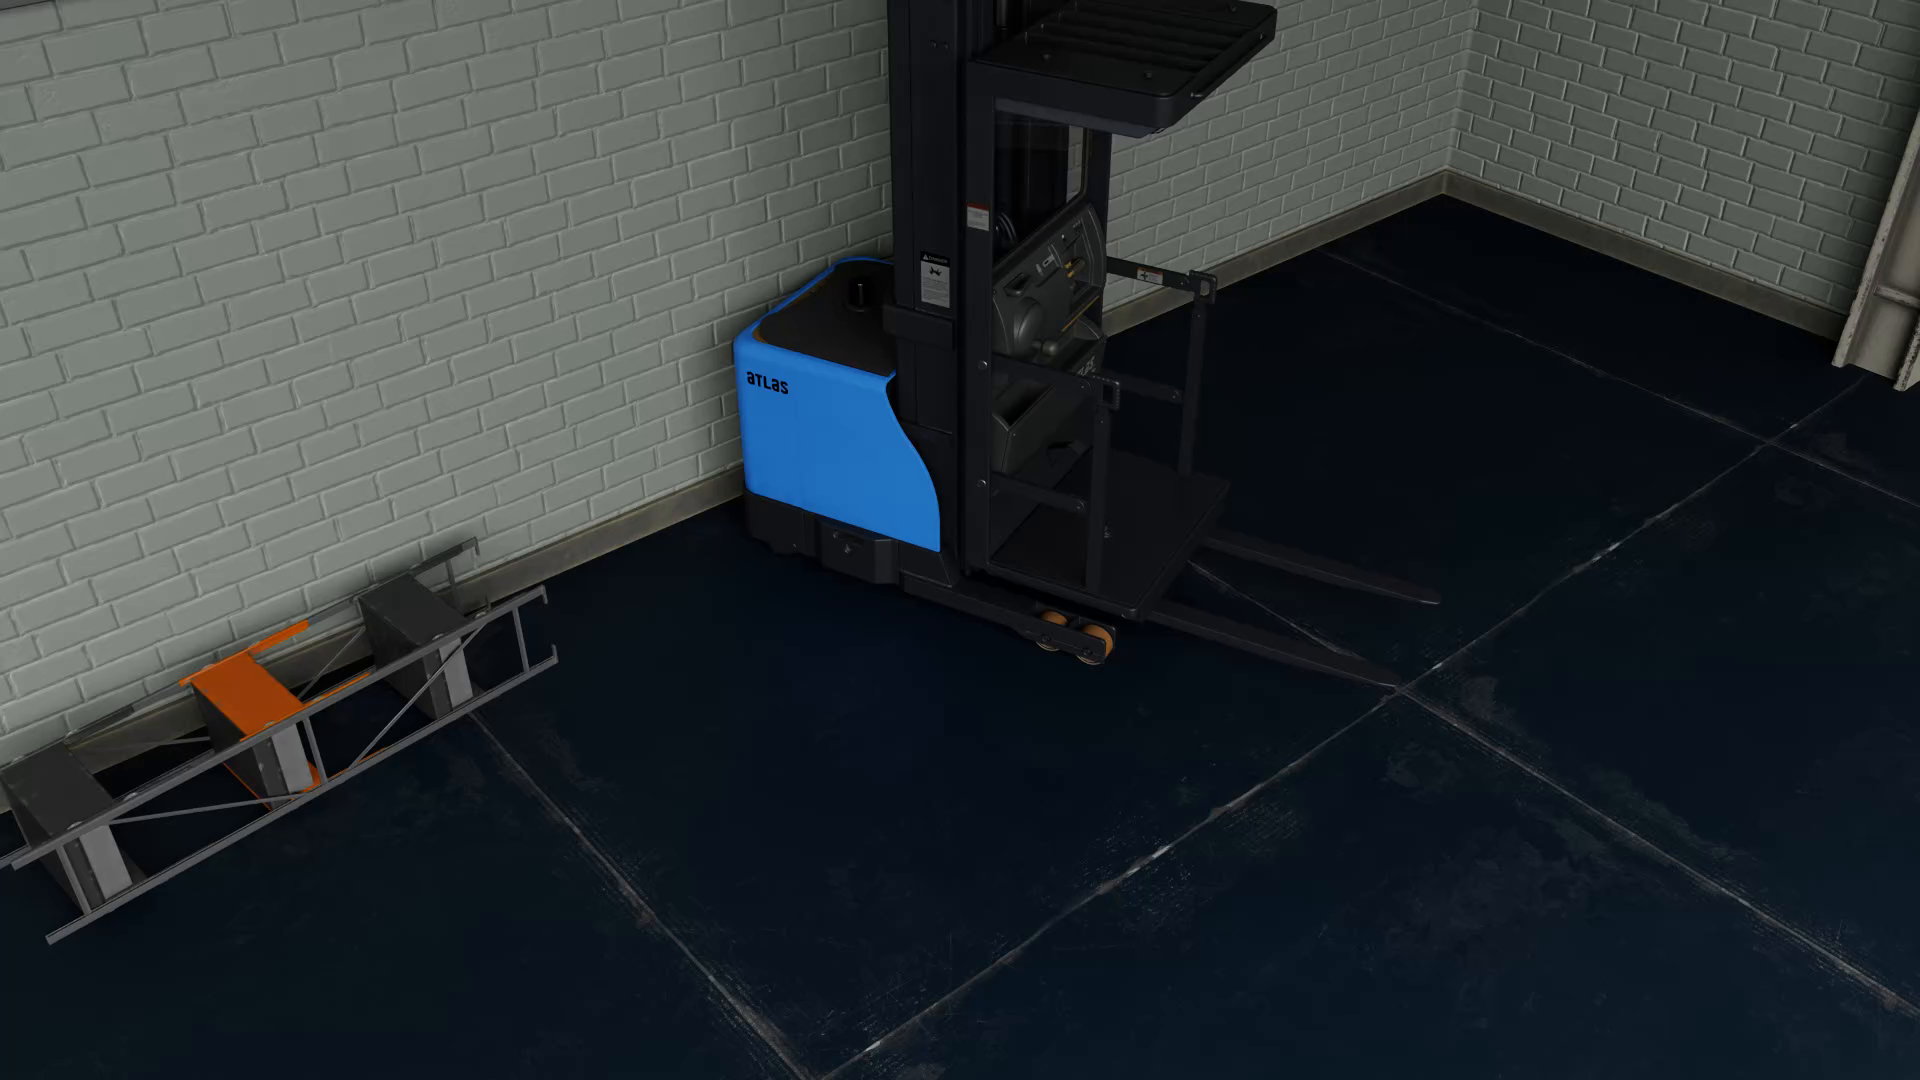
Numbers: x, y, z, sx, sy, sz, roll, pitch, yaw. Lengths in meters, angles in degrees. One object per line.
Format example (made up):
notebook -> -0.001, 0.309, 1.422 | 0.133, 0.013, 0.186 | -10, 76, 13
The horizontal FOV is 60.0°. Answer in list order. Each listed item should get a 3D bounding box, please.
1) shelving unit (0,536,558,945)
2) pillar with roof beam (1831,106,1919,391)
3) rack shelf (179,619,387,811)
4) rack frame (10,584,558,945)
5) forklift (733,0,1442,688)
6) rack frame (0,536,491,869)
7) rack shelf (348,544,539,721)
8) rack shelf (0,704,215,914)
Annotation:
shelving unit -> -2.583, 0.688, 6.355 | 0.503, 0.431, 2.100 | 29, 44, 34
pillar with roof beam -> 1.727, -3.002, 4.203 | 9.100, 9.000, 0.400 | -26, 43, -32
rack shelf -> -2.574, 0.682, 6.363 | 0.480, 0.431, 0.518 | 29, 44, 34
rack frame -> -2.406, 0.785, 6.218 | 0.015, 0.400, 2.100 | 29, 44, 34
forklift -> 0.550, -1.023, 6.659 | 3.031, 2.935, 1.130 | 17, 39, 23
rack frame -> -2.760, 0.591, 6.492 | 0.015, 0.400, 2.100 | 29, 44, 34
rack shelf -> -2.092, 0.388, 6.777 | 0.480, 0.431, 0.518 | 29, 44, 34
rack shelf -> -3.056, 0.975, 5.949 | 0.480, 0.431, 0.518 | 29, 44, 34
